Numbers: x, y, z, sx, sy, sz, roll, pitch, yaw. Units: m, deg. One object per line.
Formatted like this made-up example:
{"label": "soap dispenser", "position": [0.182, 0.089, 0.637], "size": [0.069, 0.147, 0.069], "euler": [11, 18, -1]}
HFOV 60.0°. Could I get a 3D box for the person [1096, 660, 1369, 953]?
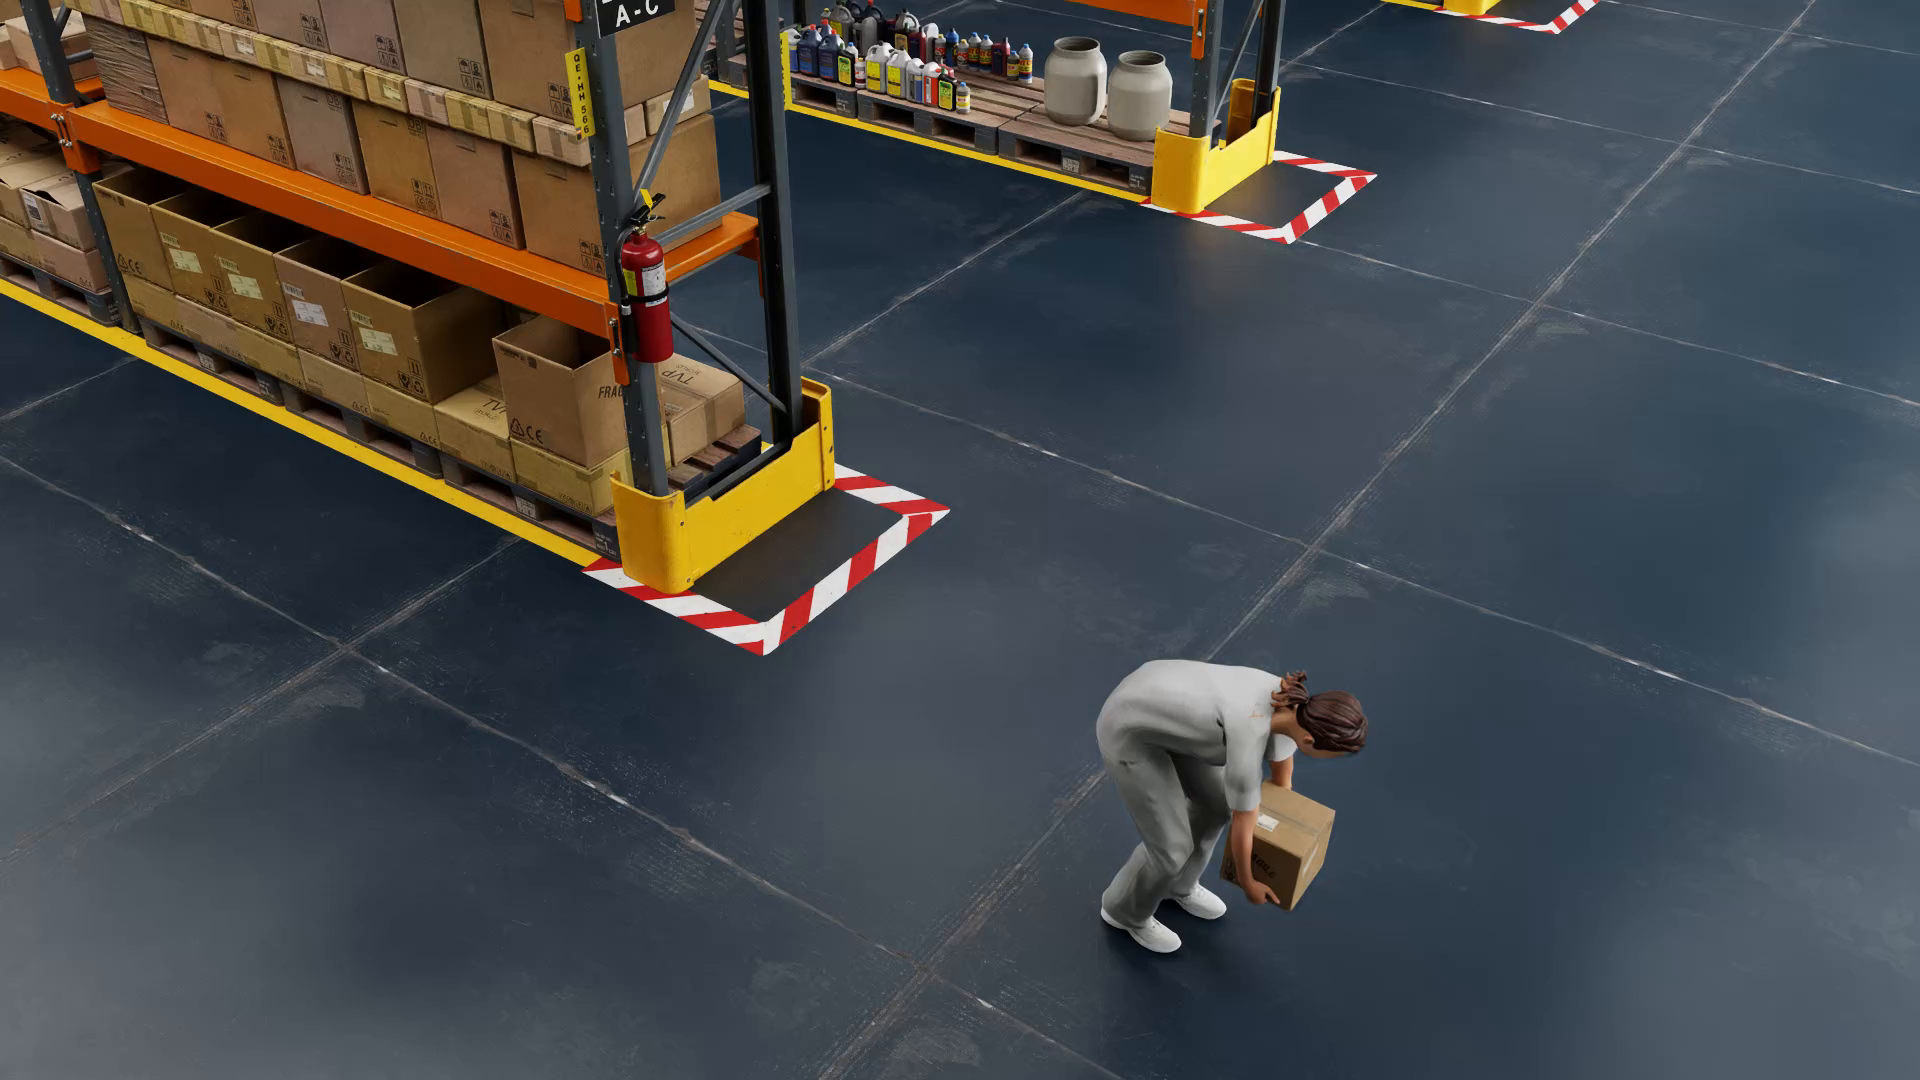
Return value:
{"label": "person", "position": [0.833, 0.858, 5.335], "size": [0.843, 1.190, 0.429], "euler": [20, 39, 26]}
